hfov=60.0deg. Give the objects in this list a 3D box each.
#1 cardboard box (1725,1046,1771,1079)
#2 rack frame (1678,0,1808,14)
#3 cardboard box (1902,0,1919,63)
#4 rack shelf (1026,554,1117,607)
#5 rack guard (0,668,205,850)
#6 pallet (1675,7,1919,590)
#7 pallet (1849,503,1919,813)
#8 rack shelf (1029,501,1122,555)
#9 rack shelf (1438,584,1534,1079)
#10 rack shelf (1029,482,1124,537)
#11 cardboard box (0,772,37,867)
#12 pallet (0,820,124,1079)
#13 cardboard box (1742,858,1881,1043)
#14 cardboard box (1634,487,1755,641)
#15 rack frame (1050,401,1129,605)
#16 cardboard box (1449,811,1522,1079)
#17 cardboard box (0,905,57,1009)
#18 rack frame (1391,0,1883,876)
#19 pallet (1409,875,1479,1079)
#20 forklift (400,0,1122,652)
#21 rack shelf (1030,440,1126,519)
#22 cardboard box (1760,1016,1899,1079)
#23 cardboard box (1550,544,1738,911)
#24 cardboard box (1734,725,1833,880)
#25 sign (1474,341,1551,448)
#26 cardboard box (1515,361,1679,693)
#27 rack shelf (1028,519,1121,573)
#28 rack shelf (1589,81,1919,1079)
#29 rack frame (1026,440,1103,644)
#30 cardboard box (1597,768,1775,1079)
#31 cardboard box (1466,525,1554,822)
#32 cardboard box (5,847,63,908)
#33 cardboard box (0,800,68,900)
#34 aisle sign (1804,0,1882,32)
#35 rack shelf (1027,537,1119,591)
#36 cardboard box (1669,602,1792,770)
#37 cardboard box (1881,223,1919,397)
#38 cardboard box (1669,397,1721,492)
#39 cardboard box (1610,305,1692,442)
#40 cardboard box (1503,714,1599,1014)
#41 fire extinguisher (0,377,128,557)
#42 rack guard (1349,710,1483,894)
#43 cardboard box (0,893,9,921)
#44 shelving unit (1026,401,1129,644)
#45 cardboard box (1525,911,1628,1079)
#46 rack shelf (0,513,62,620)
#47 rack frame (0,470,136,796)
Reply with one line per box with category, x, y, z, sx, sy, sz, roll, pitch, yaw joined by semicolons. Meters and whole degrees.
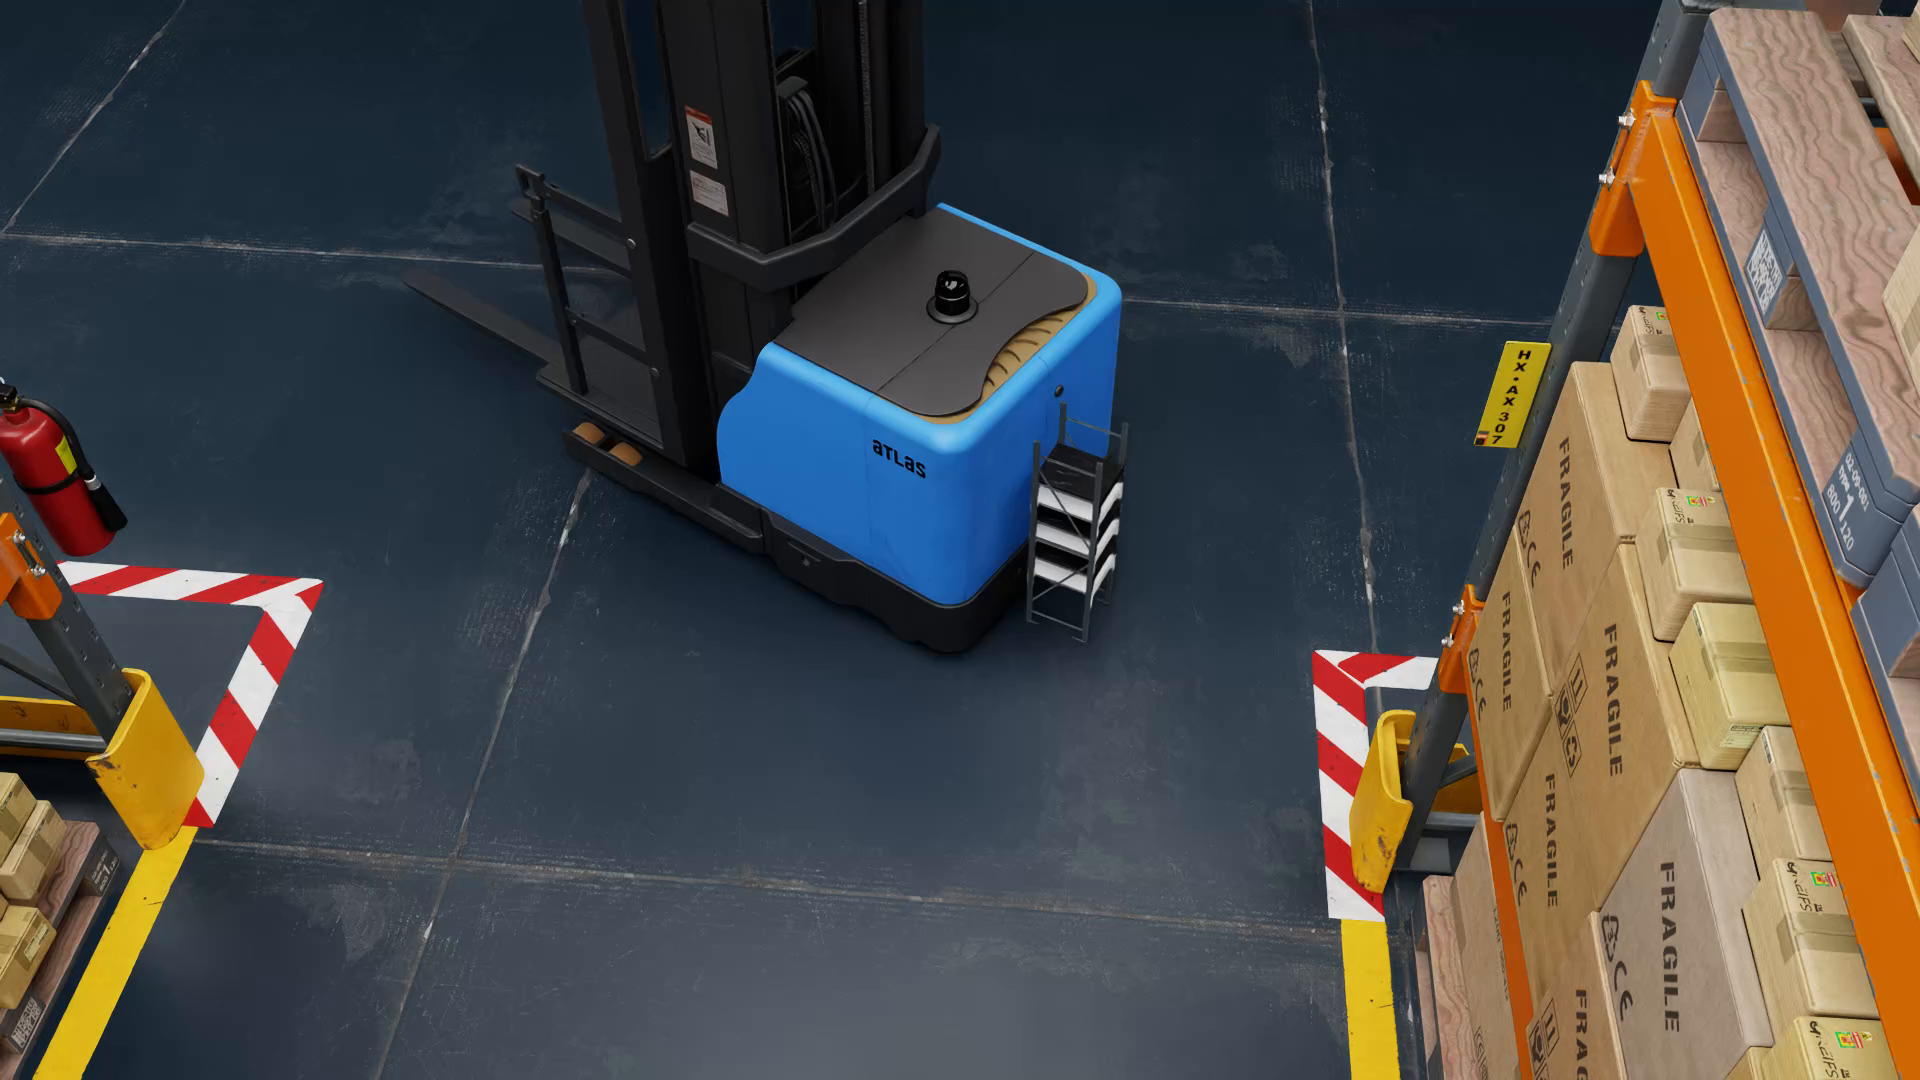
cardboard box;1.389;1.112;2.454;0.500;0.500;0.500;4;48;4
rack frame;1.840;-2.000;1.981;1.000;3.000;0.127;4;48;4
cardboard box;1.889;-0.776;2.643;0.500;0.250;0.500;0;48;0
rack shelf;0.391;0.102;5.836;0.258;0.077;0.200;21;51;18
rack guard;-3.105;0.665;5.303;1.175;0.500;0.348;4;48;4
pallet;1.783;-0.412;2.621;1.003;0.211;1.213;4;48;4
pallet;1.674;0.487;1.799;1.003;0.211;1.213;4;48;4
rack shelf;0.391;-0.080;5.637;0.258;0.077;0.200;21;51;18
rack shelf;1.658;1.737;3.116;1.077;0.370;4.000;4;48;4
rack shelf;0.391;-0.141;5.570;0.258;0.077;0.200;21;51;18
cardboard box;-2.894;0.792;4.737;0.380;0.149;0.250;4;48;4
pallet;-3.215;1.357;4.865;1.003;0.211;1.213;4;48;4
cardboard box;1.399;0.629;2.457;0.380;0.149;0.250;4;48;4
cardboard box;1.441;0.057;2.980;0.380;0.149;0.250;5;48;5
rack frame;0.437;-0.109;5.740;0.240;0.900;0.006;21;51;18
cardboard box;1.880;1.239;4.536;0.875;0.438;0.875;2;48;2
cardboard box;-2.861;1.183;4.783;0.380;0.149;0.250;5;48;5
rack frame;1.840;0.024;4.195;1.000;3.000;0.127;4;48;4
pallet;1.845;1.558;4.682;1.003;0.211;1.213;4;48;4
forklift;-0.927;-1.488;5.624;3.031;2.935;1.130;28;54;23
rack shelf;0.391;-0.202;5.504;0.258;0.077;0.200;21;51;18
cardboard box;1.349;0.813;2.288;0.380;0.149;0.250;3;48;3
cardboard box;1.473;0.367;3.136;0.500;0.500;0.500;3;48;2
cardboard box;1.464;0.448;2.622;0.380;0.149;0.250;4;48;4
sign;1.288;-0.336;3.884;0.100;0.325;0.005;4;48;4
cardboard box;1.513;-0.013;3.484;0.500;0.500;0.500;3;48;3
rack shelf;0.391;-0.020;5.703;0.258;0.077;0.200;21;51;18
rack shelf;1.658;0.725;2.009;1.077;0.370;4.000;4;48;4
rack frame;0.345;0.025;5.618;0.240;0.900;0.006;21;51;18
cardboard box;1.434;0.746;2.790;0.500;0.500;0.500;4;48;3
cardboard box;1.511;0.324;3.853;0.500;0.500;0.500;4;48;3
cardboard box;-2.939;0.987;4.962;0.380;0.149;0.250;5;48;4
cardboard box;-2.862;0.893;4.846;0.380;0.149;0.250;3;48;2
aisle sign;1.558;-0.925;3.302;0.394;0.787;0.004;4;48;4
rack shelf;0.391;0.041;5.770;0.258;0.077;0.200;21;51;18
cardboard box;1.435;0.252;2.802;0.380;0.149;0.250;2;48;2
cardboard box;1.512;-0.294;2.272;0.380;0.149;0.250;5;48;5
cardboard box;1.579;-0.126;3.148;0.380;0.149;0.250;5;48;4
cardboard box;1.532;-0.323;3.328;0.380;0.149;0.250;5;48;4
cardboard box;1.492;0.698;3.511;0.500;0.500;0.500;3;48;3
fire extinguisher;-2.616;-0.236;4.738;0.296;0.674;0.183;4;48;4
rack guard;1.842;0.850;5.133;1.175;0.500;0.348;4;48;4
cardboard box;-2.940;1.081;4.674;0.380;0.149;0.250;3;48;3
shelving unit;0.391;-0.042;5.679;0.258;0.900;0.210;21;51;18
cardboard box;1.428;1.070;3.171;0.500;0.500;0.500;4;48;3
rack shelf;-3.281;1.478;3.353;1.077;0.370;4.000;4;48;4
rack frame;-3.098;-0.234;4.431;1.000;3.000;0.127;4;48;4
